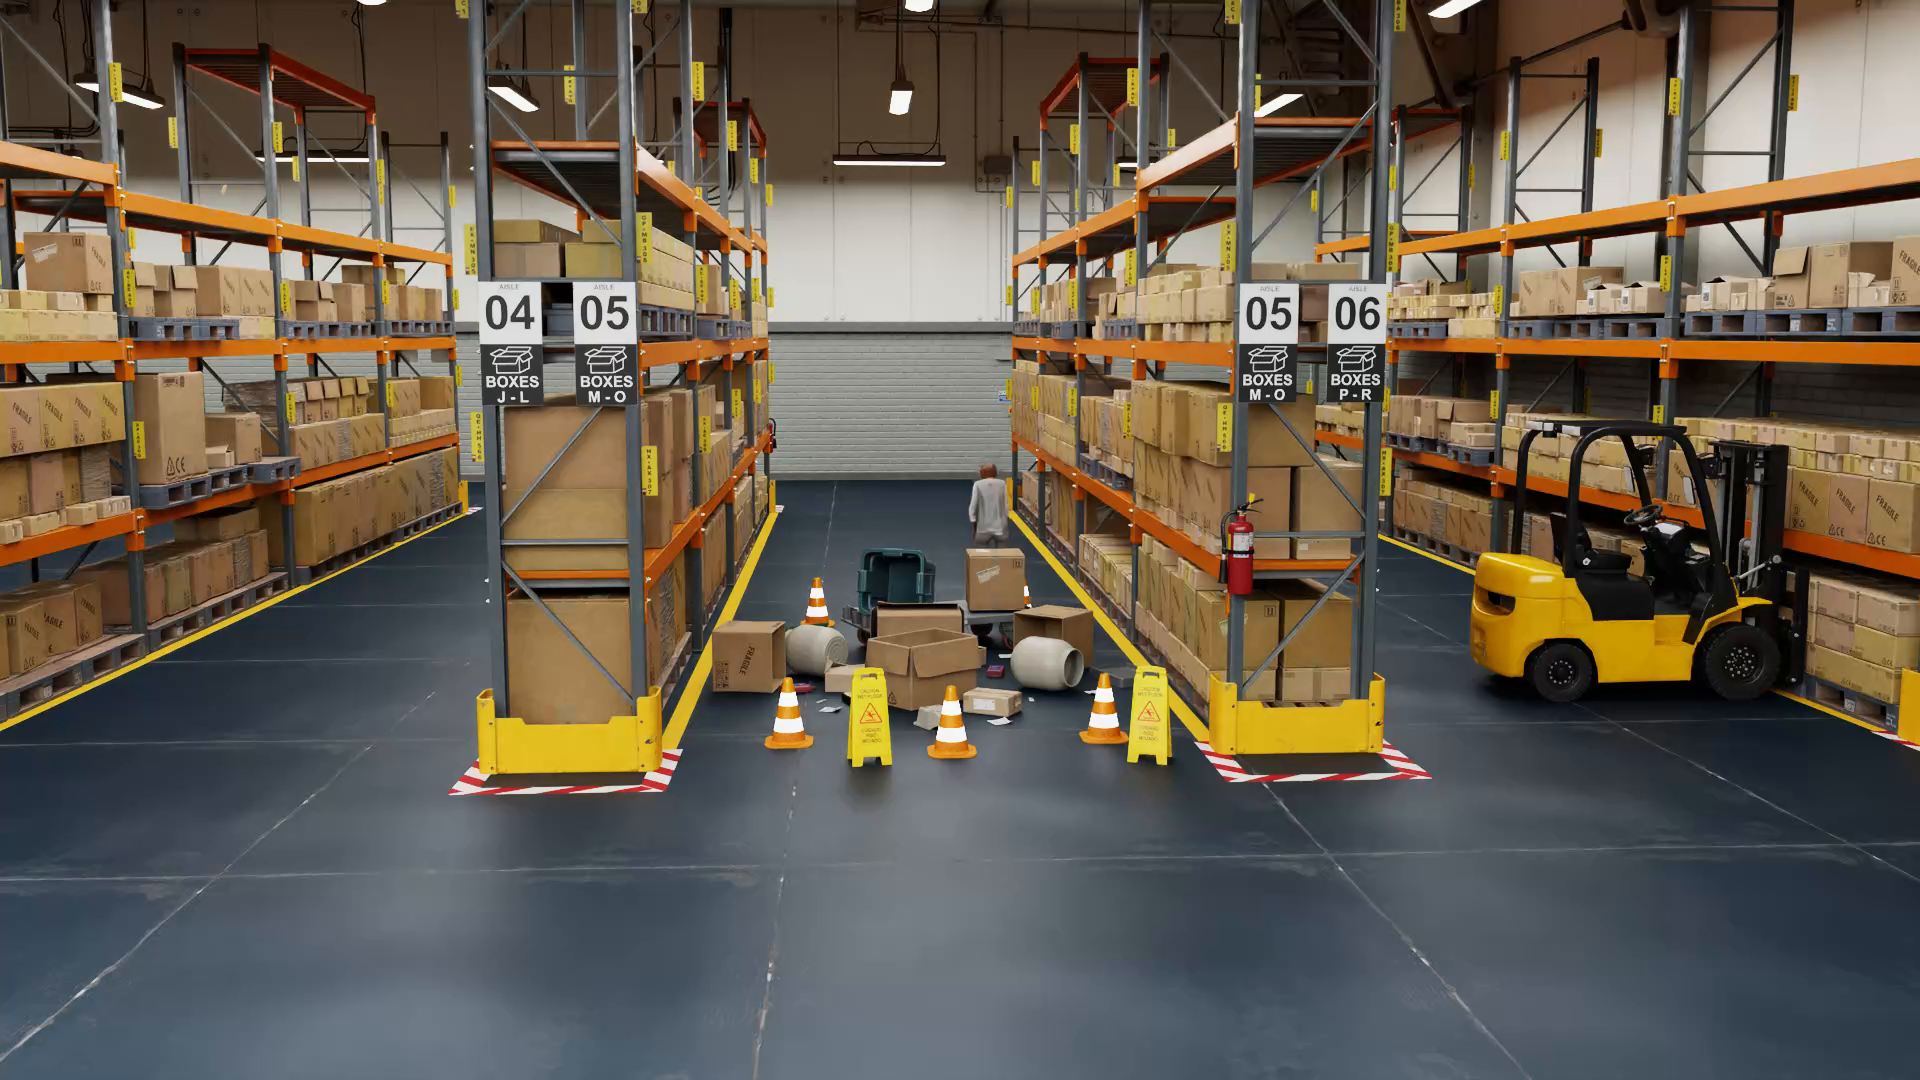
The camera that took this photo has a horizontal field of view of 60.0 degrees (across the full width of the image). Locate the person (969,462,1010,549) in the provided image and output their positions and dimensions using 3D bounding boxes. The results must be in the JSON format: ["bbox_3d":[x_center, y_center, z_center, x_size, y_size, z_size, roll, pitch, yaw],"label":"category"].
[{"bbox_3d":[0.319,-0.090,18.095,0.447,1.466,0.497,0,7,-3],"label":"person"}]
